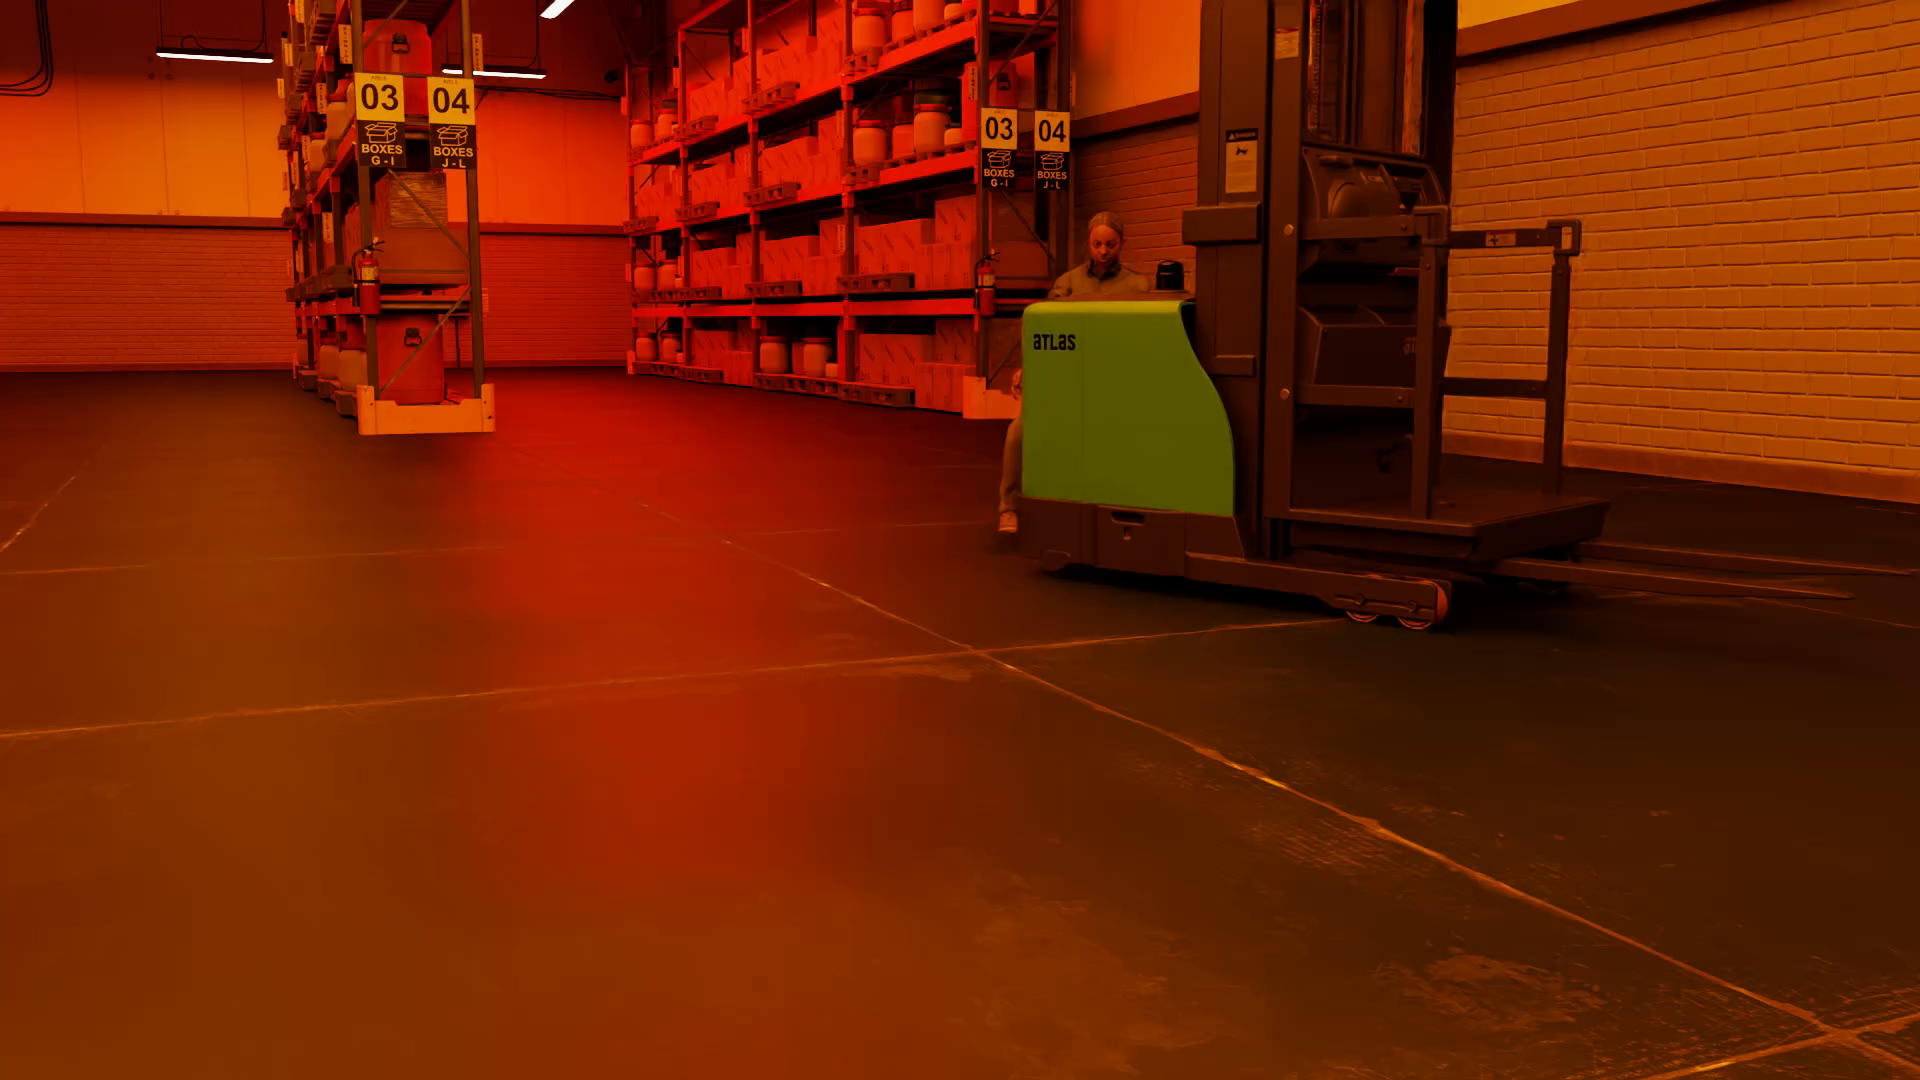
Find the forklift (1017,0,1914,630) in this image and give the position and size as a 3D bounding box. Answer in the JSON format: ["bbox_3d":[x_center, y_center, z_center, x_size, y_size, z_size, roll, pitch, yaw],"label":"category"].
[{"bbox_3d":[1.648,-1.236,5.813,3.031,2.935,1.130,7,10,43],"label":"forklift"}]

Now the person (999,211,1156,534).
[{"bbox_3d":[0.668,-0.749,7.622,0.906,1.490,0.784,2,8,15],"label":"person"}]
